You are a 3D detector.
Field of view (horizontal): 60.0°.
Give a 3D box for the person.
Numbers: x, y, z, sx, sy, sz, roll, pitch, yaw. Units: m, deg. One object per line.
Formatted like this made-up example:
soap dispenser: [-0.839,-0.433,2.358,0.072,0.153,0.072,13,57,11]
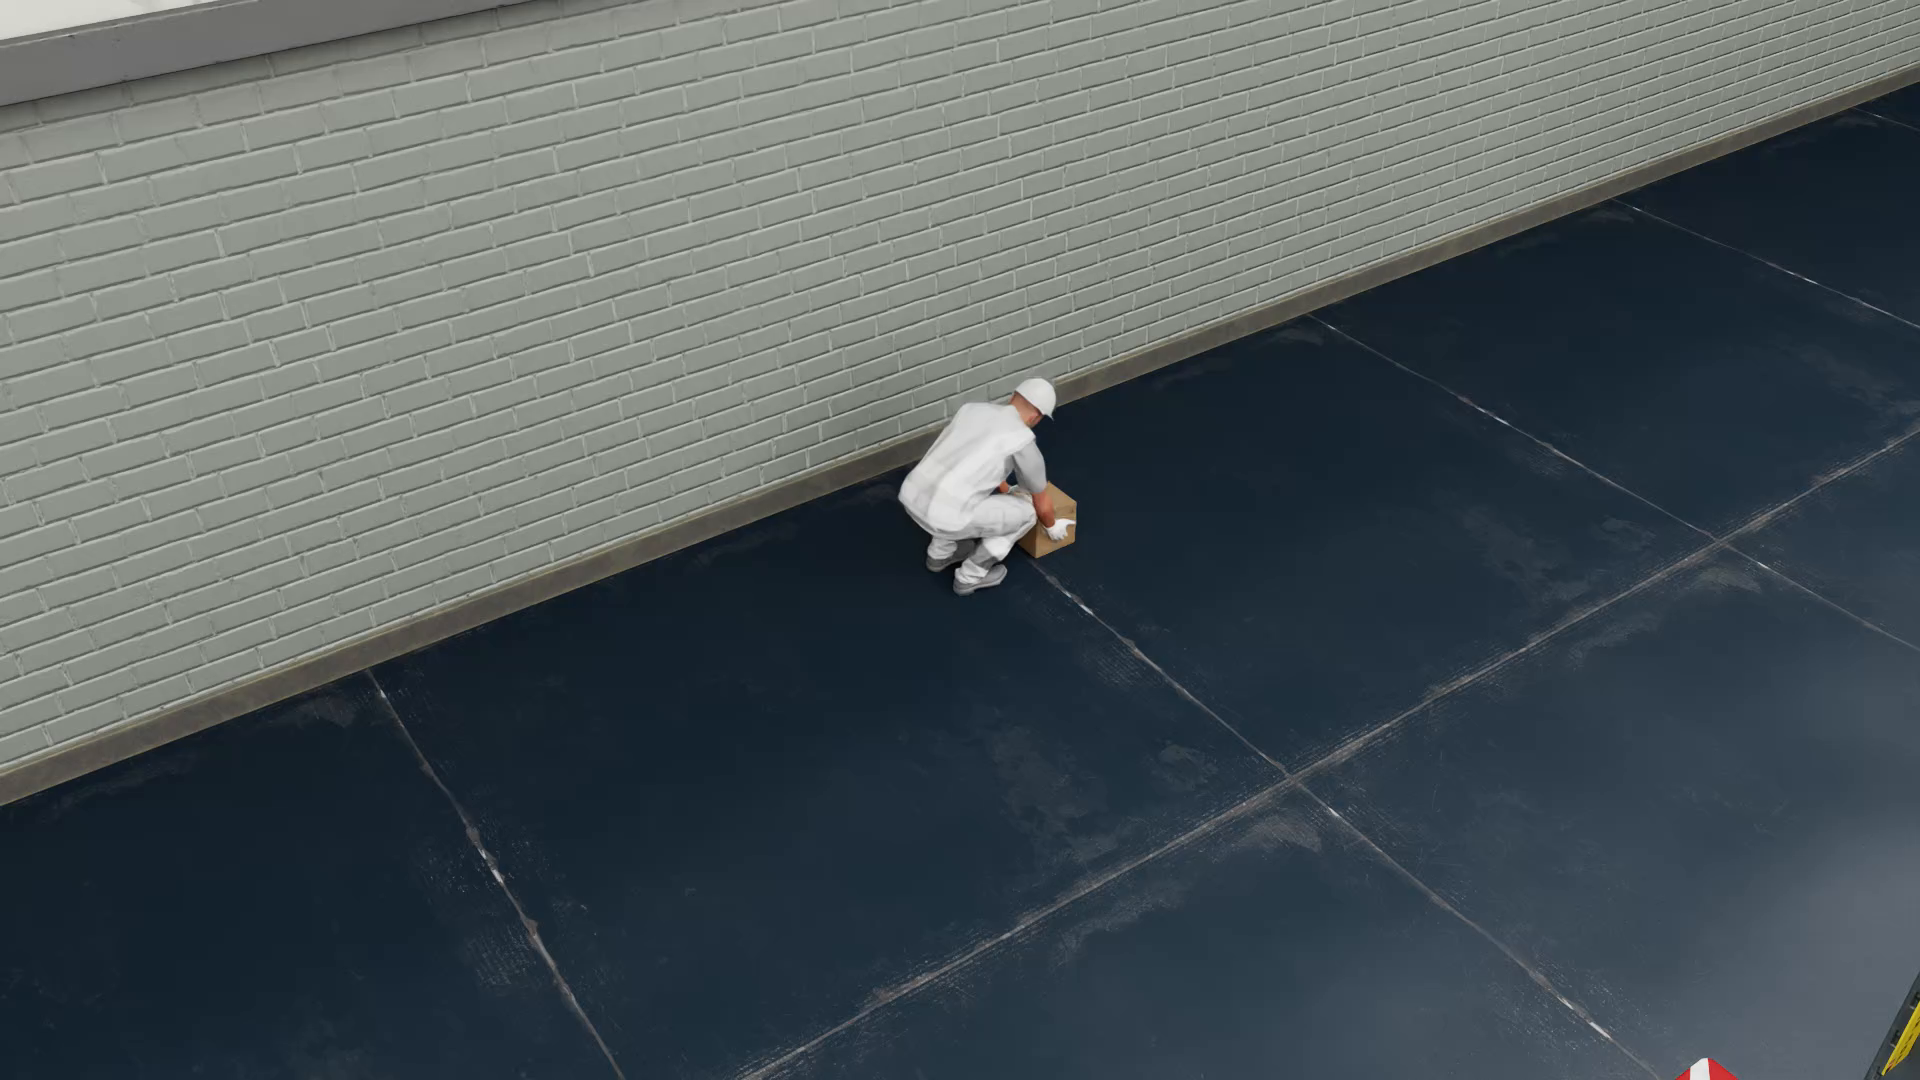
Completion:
person: [0.111,-0.268,8.095,0.886,0.920,0.571,-23,42,-28]
